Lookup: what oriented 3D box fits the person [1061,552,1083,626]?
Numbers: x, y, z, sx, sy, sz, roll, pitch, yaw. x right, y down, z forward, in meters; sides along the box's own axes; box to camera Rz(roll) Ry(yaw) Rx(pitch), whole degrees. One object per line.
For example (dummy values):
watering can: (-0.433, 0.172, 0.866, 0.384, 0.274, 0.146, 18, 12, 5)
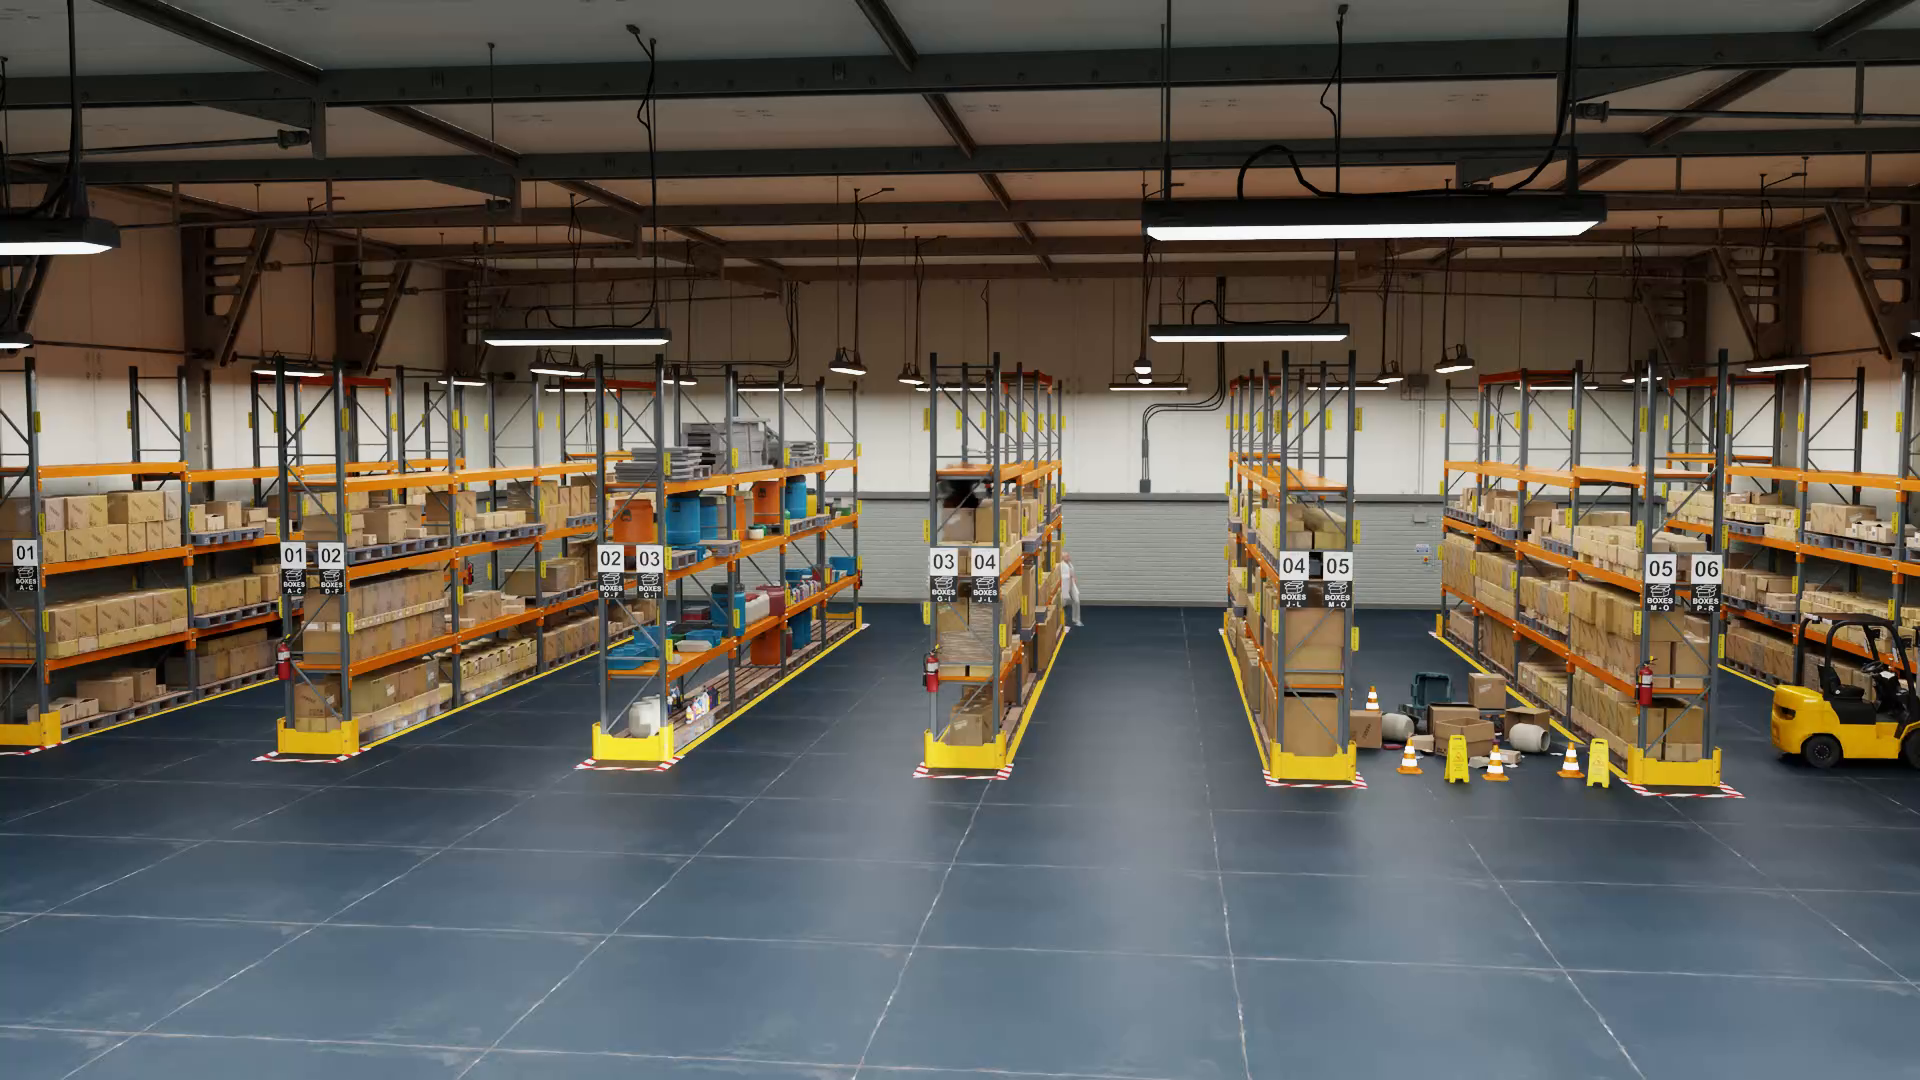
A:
person: (2.626, 1.222, 41.098, 0.740, 1.855, 0.876, -3, 5, -37)
